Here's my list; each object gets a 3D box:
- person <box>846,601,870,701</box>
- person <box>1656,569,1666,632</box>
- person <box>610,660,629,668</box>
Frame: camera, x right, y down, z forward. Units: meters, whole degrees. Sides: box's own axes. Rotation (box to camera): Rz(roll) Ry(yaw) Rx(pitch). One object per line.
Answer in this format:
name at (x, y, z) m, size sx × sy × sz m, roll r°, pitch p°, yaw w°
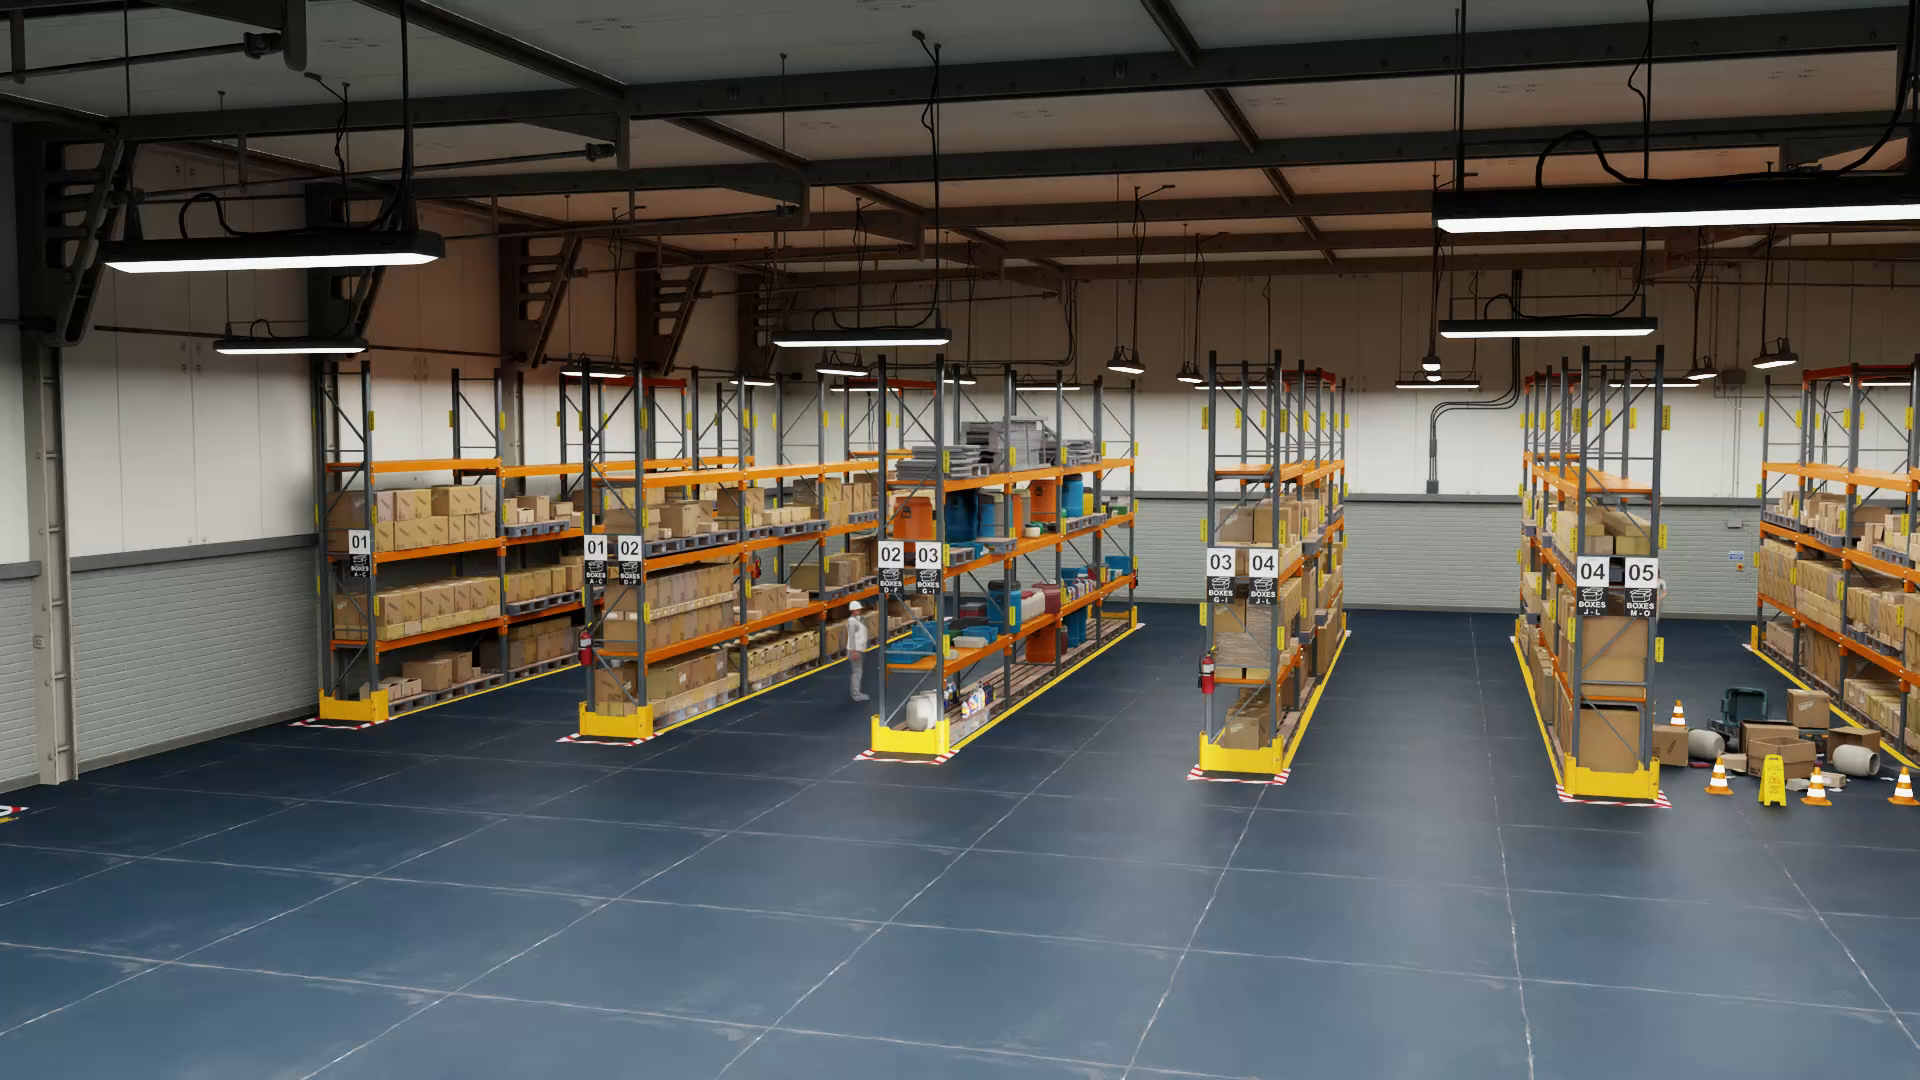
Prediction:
person at (-1.806, 1.978, 29.723) m, size 0.427 × 1.772 × 0.602 m, roll 1°, pitch 4°, yaw 8°
person at (15.933, 1.486, 38.168) m, size 0.478 × 1.687 × 0.906 m, roll 2°, pitch 4°, yaw 22°
person at (-6.150, 1.956, 30.362) m, size 0.607 × 1.802 × 0.518 m, roll -3°, pitch 5°, yaw -36°
